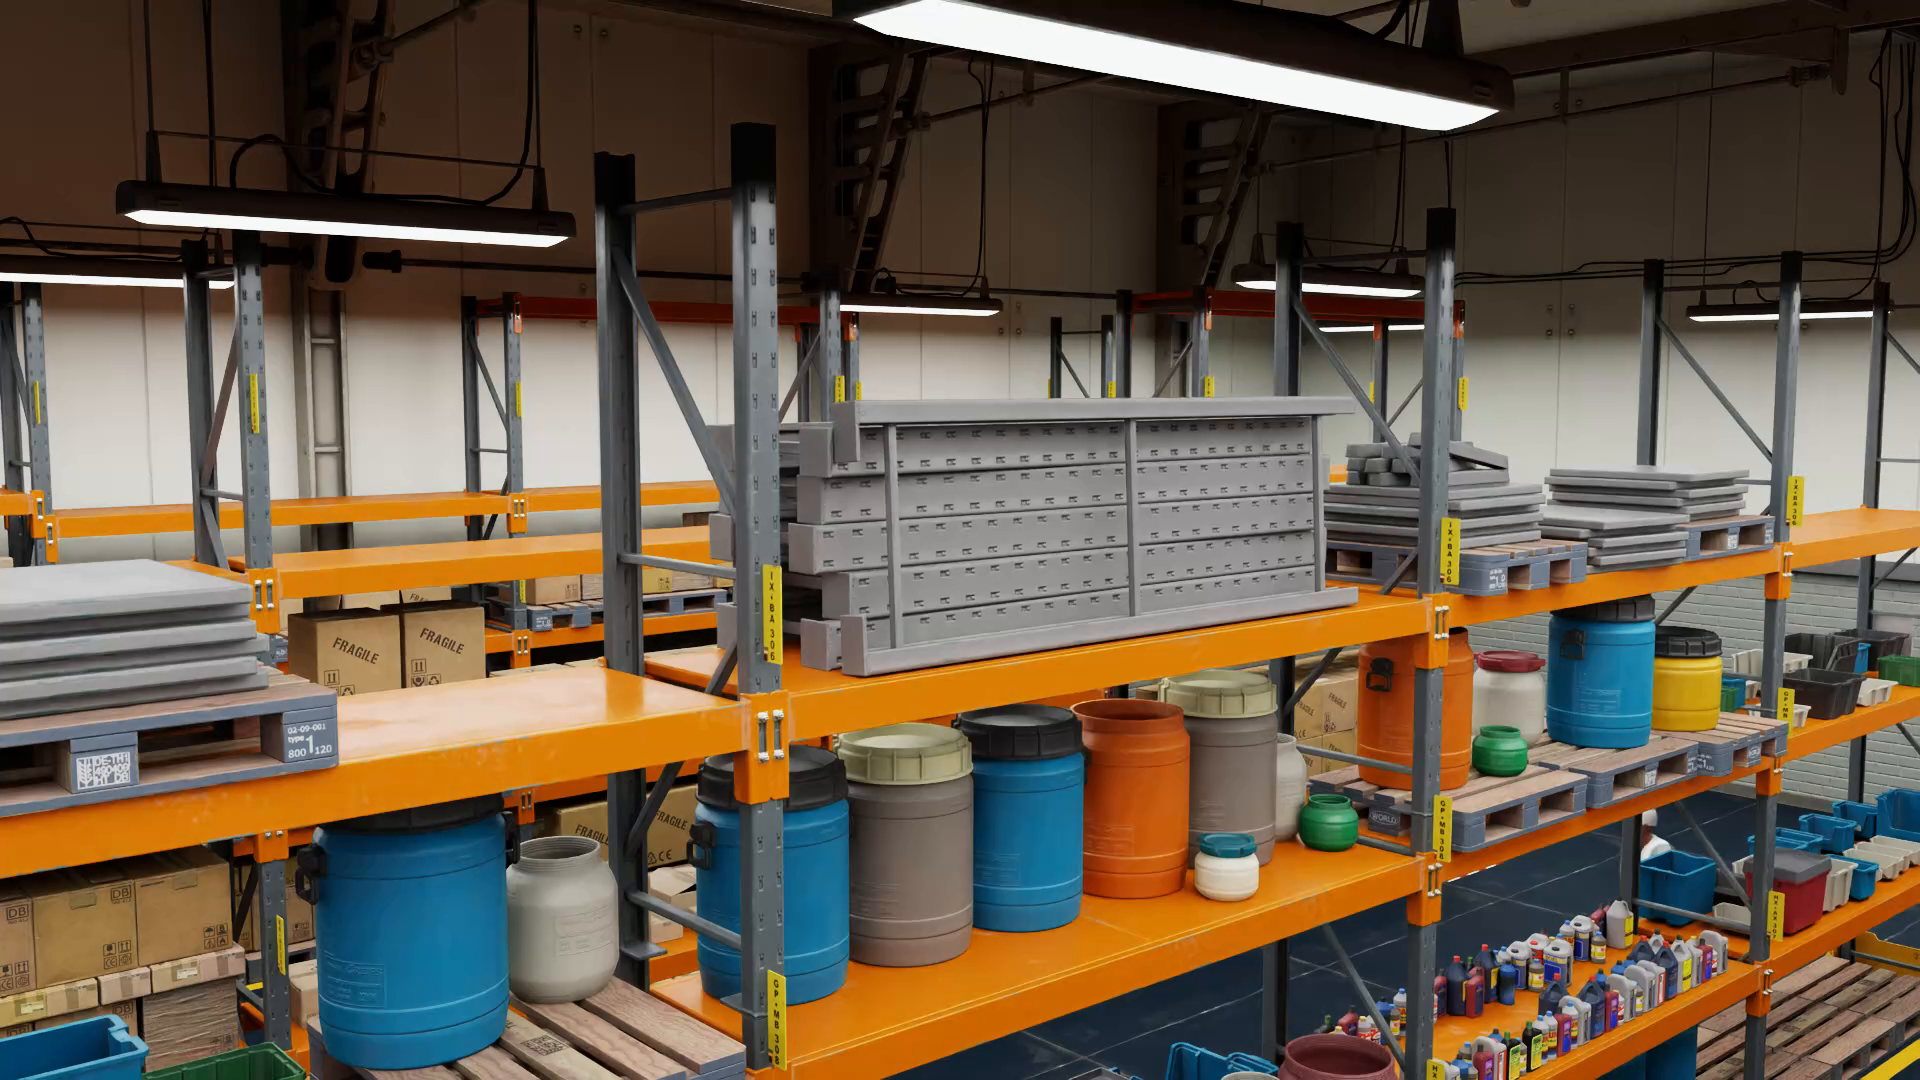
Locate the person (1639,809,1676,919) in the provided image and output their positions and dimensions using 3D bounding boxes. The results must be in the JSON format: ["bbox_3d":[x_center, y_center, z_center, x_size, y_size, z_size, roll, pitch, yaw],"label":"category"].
[{"bbox_3d":[5.713,3.011,13.572,0.648,1.757,0.597,-2,6,-19],"label":"person"}]
